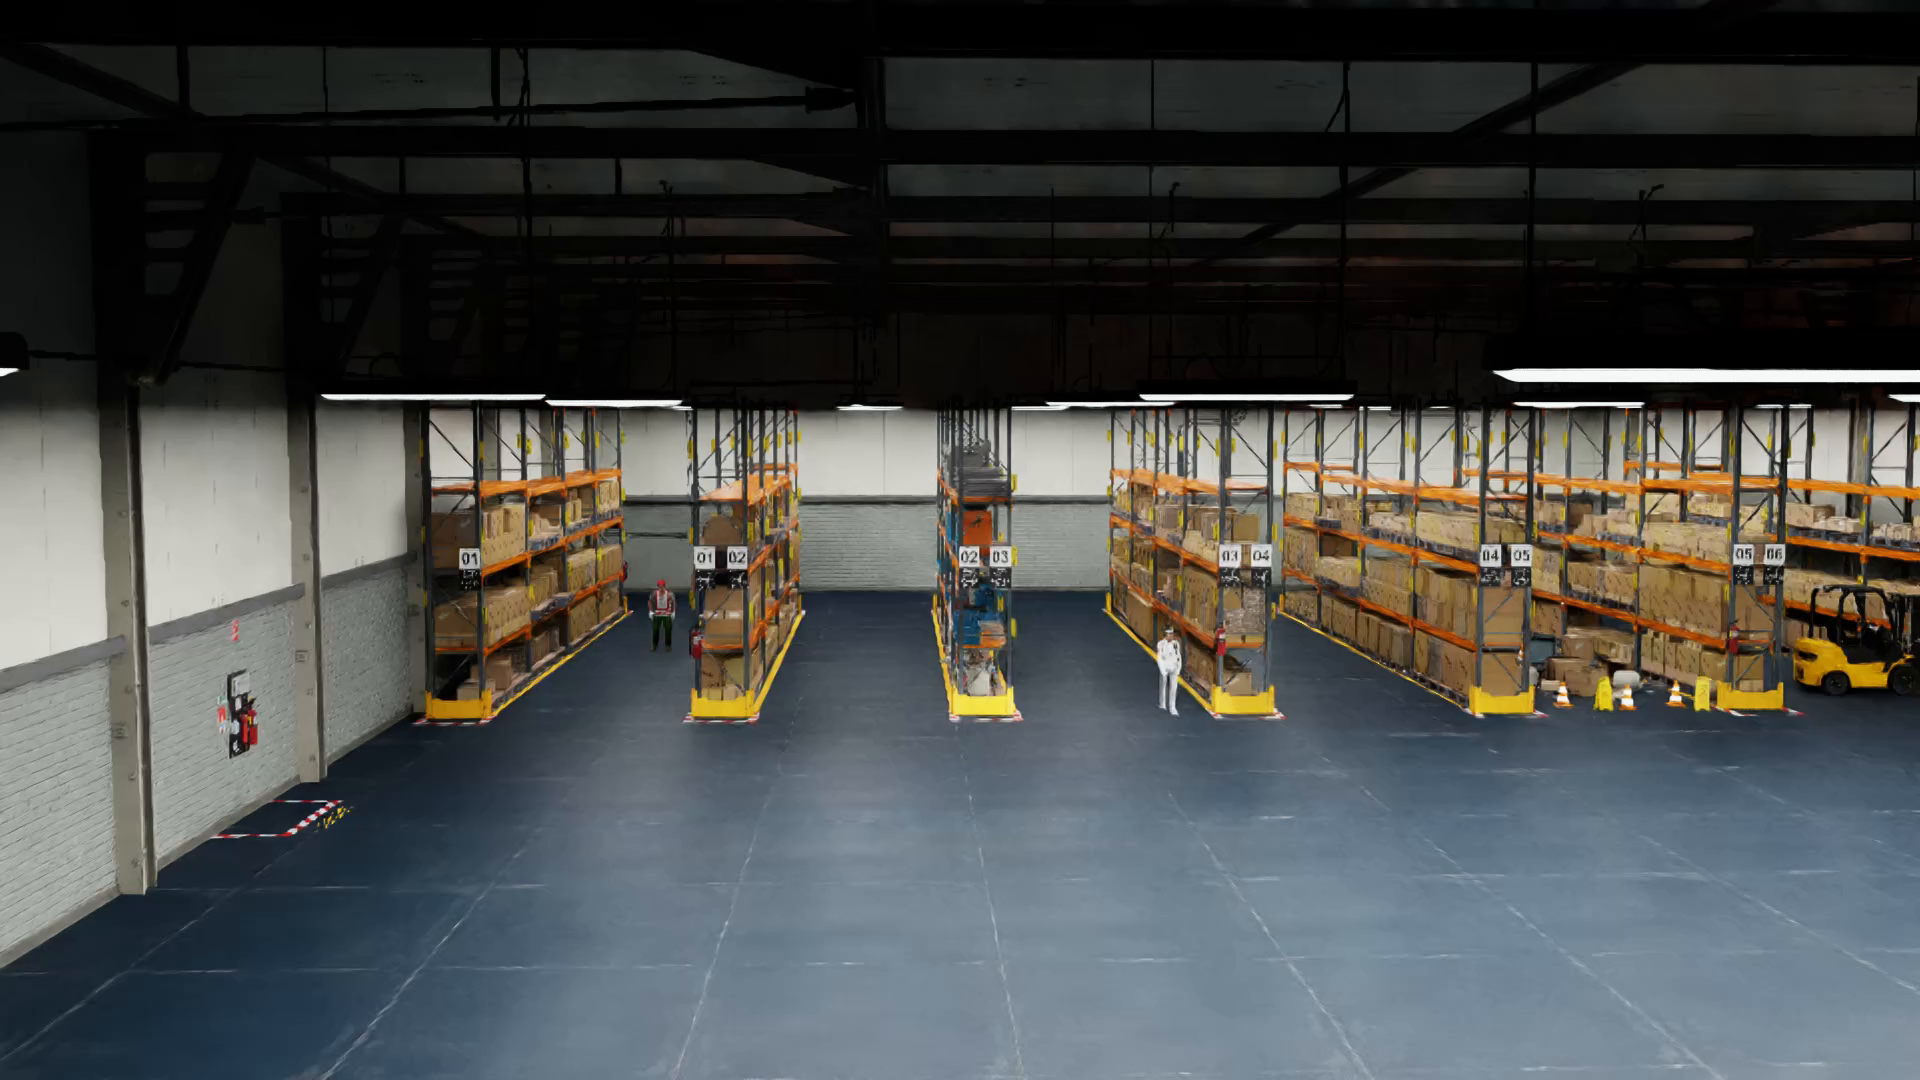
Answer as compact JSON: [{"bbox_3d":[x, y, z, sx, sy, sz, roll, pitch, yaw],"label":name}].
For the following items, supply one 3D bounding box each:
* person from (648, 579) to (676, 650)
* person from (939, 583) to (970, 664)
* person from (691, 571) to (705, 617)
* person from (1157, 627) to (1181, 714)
[{"bbox_3d":[-7.125,1.789,39.791,0.677,1.742,0.552,0,4,-4],"label":"person"},{"bbox_3d":[-0.118,1.820,36.389,0.619,1.790,0.672,-1,5,-15],"label":"person"},{"bbox_3d":[-7.305,1.422,46.424,0.417,1.407,1.037,0,4,0],"label":"person"},{"bbox_3d":[3.983,2.442,31.646,0.482,1.626,0.893,0,4,-2],"label":"person"}]
